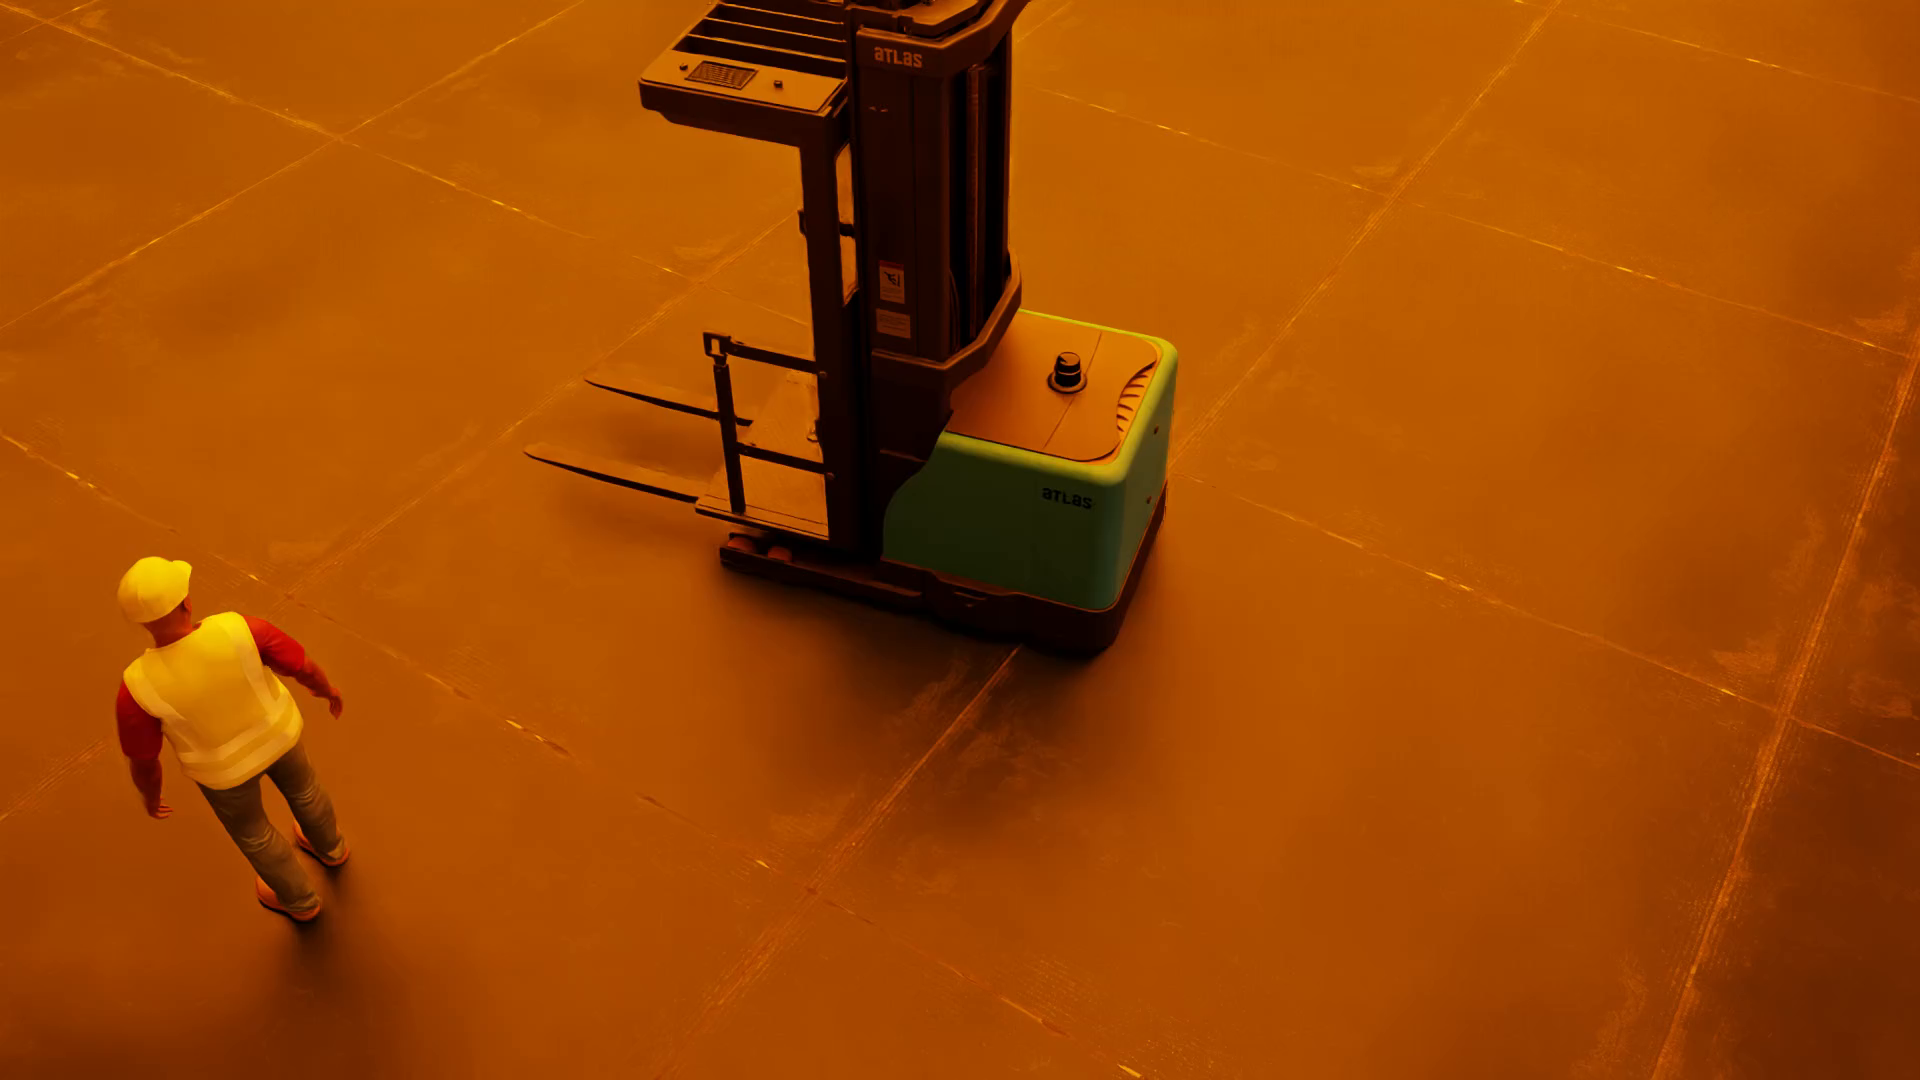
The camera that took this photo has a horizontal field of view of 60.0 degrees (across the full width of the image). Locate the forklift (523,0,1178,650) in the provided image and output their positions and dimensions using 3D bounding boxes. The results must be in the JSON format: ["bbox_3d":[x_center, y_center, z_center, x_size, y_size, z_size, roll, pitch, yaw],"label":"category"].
[{"bbox_3d":[-0.595,-1.197,7.111,3.031,2.935,1.130,14,45,14],"label":"forklift"}]

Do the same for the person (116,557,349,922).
[{"bbox_3d":[-2.605,0.694,5.970,0.476,1.762,0.753,33,52,30],"label":"person"}]
